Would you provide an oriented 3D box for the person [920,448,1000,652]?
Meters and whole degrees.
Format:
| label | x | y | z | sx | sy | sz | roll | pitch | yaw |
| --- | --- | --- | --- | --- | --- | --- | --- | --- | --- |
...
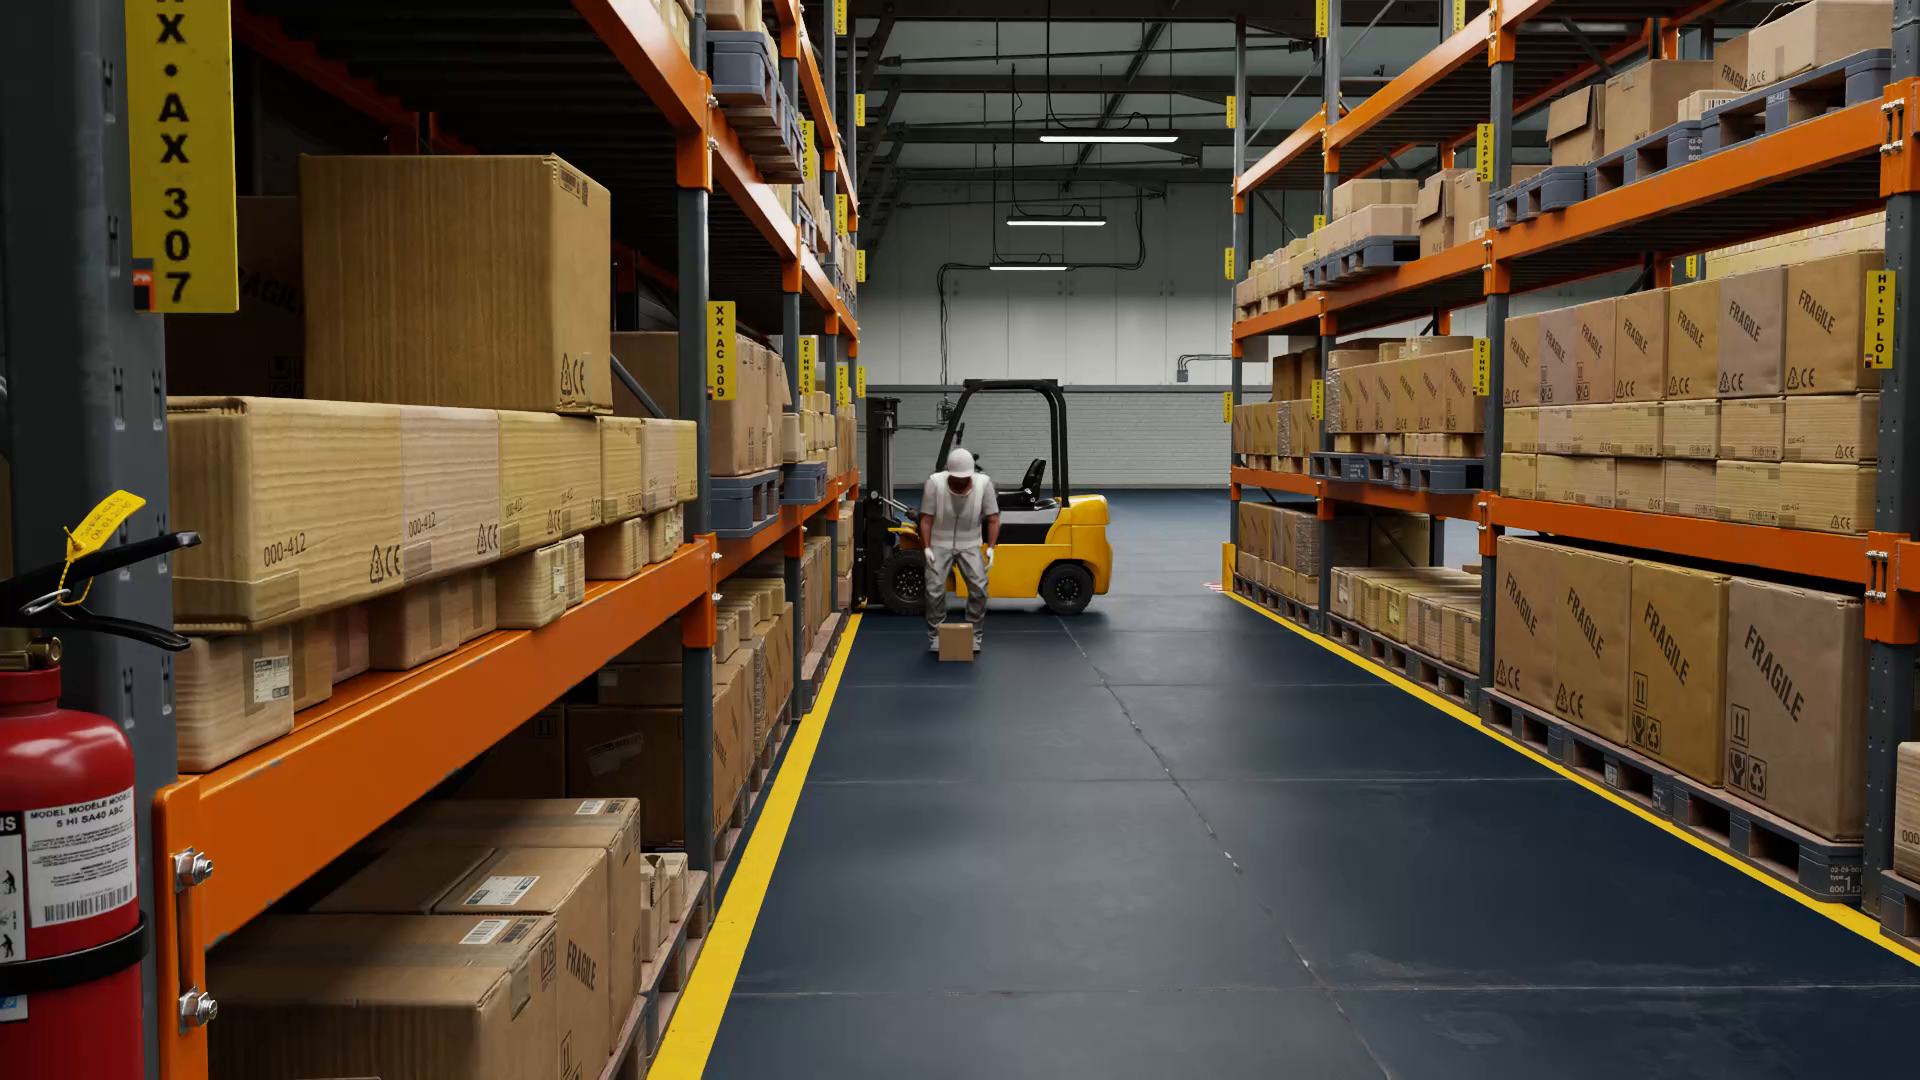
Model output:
| label | x | y | z | sx | sy | sz | roll | pitch | yaw |
| --- | --- | --- | --- | --- | --- | --- | --- | --- | --- |
| person | -0.002 | 0.077 | 12.639 | 0.604 | 1.552 | 0.674 | 0 | 4 | -1 |
